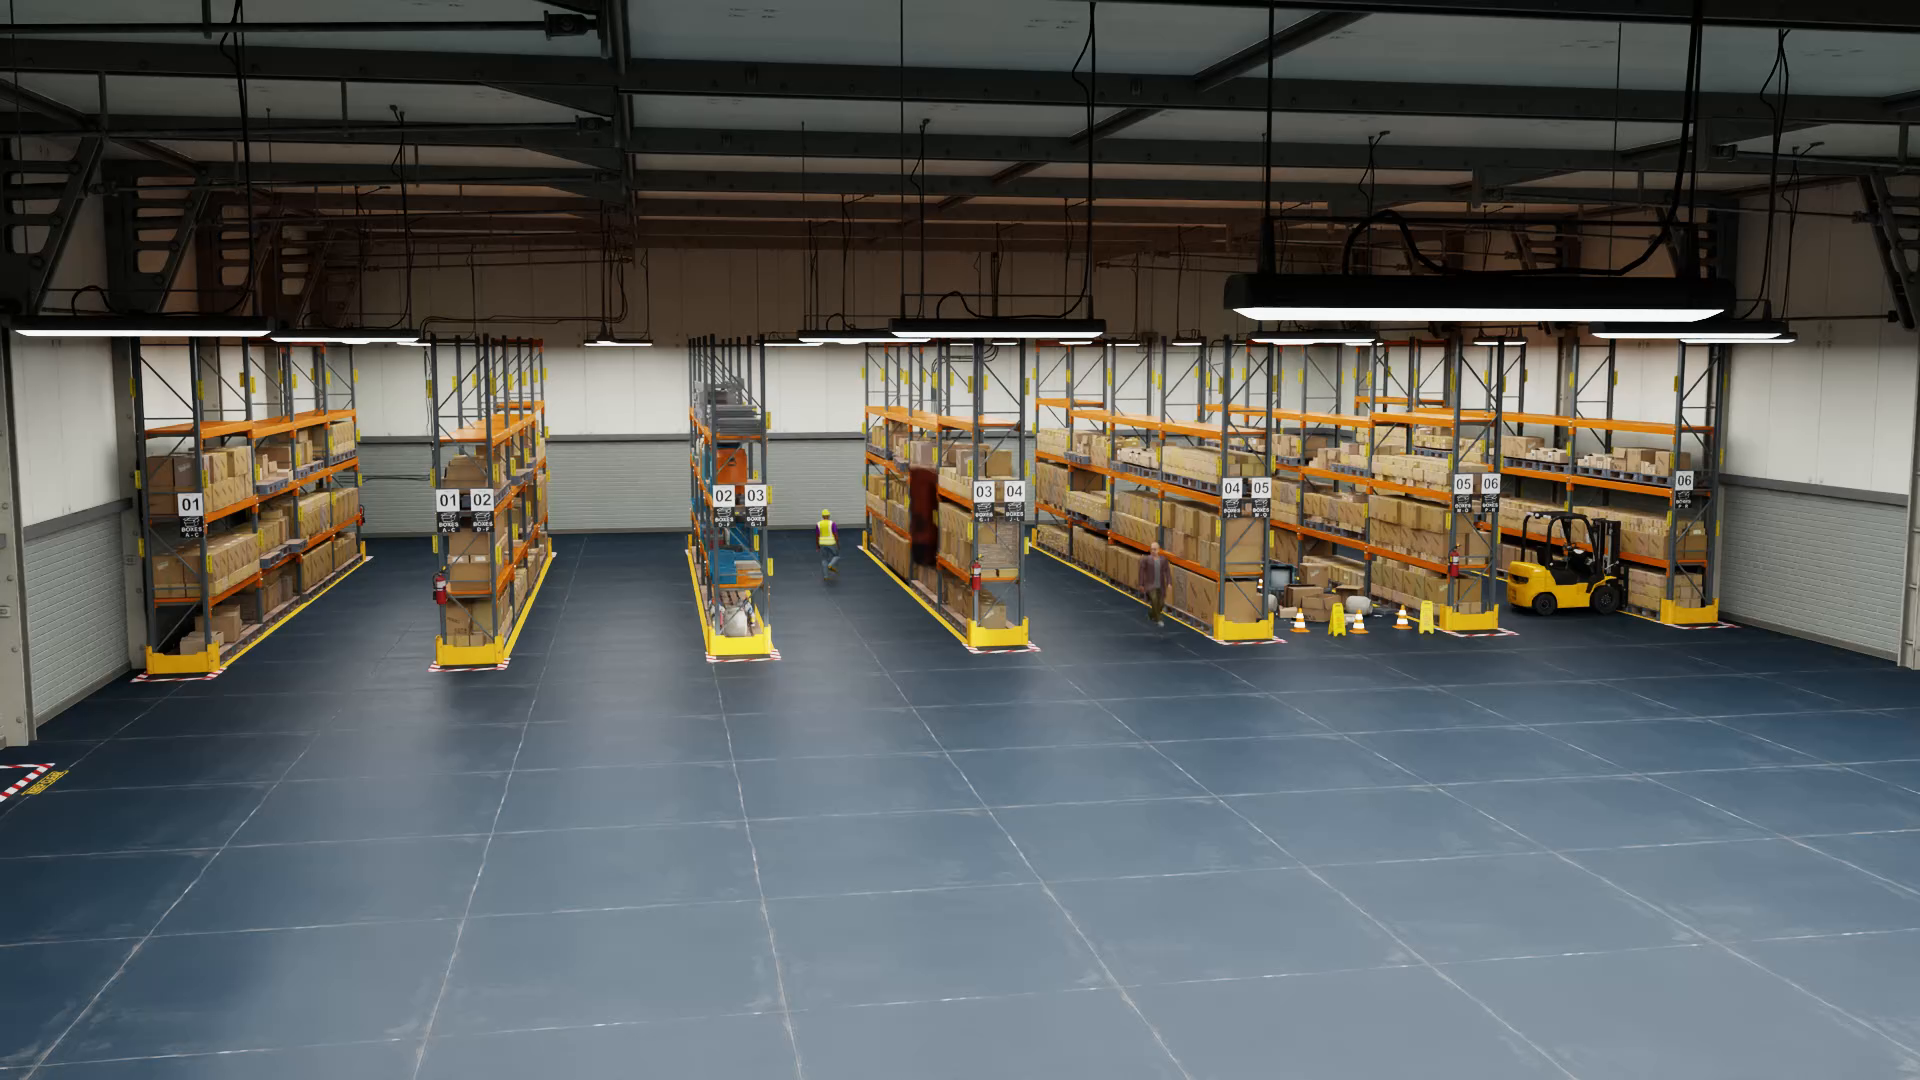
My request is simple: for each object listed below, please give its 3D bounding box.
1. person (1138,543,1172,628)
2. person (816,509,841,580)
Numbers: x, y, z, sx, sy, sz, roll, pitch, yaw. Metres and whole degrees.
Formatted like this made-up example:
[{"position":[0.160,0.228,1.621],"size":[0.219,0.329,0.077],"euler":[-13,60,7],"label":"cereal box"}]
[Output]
[{"position":[3.893,0.869,32.981],"size":[0.607,1.632,1.012],"euler":[-2,7,-14],"label":"person"},{"position":[-3.285,0.119,41.326],"size":[0.609,1.766,0.546],"euler":[2,7,18],"label":"person"}]
